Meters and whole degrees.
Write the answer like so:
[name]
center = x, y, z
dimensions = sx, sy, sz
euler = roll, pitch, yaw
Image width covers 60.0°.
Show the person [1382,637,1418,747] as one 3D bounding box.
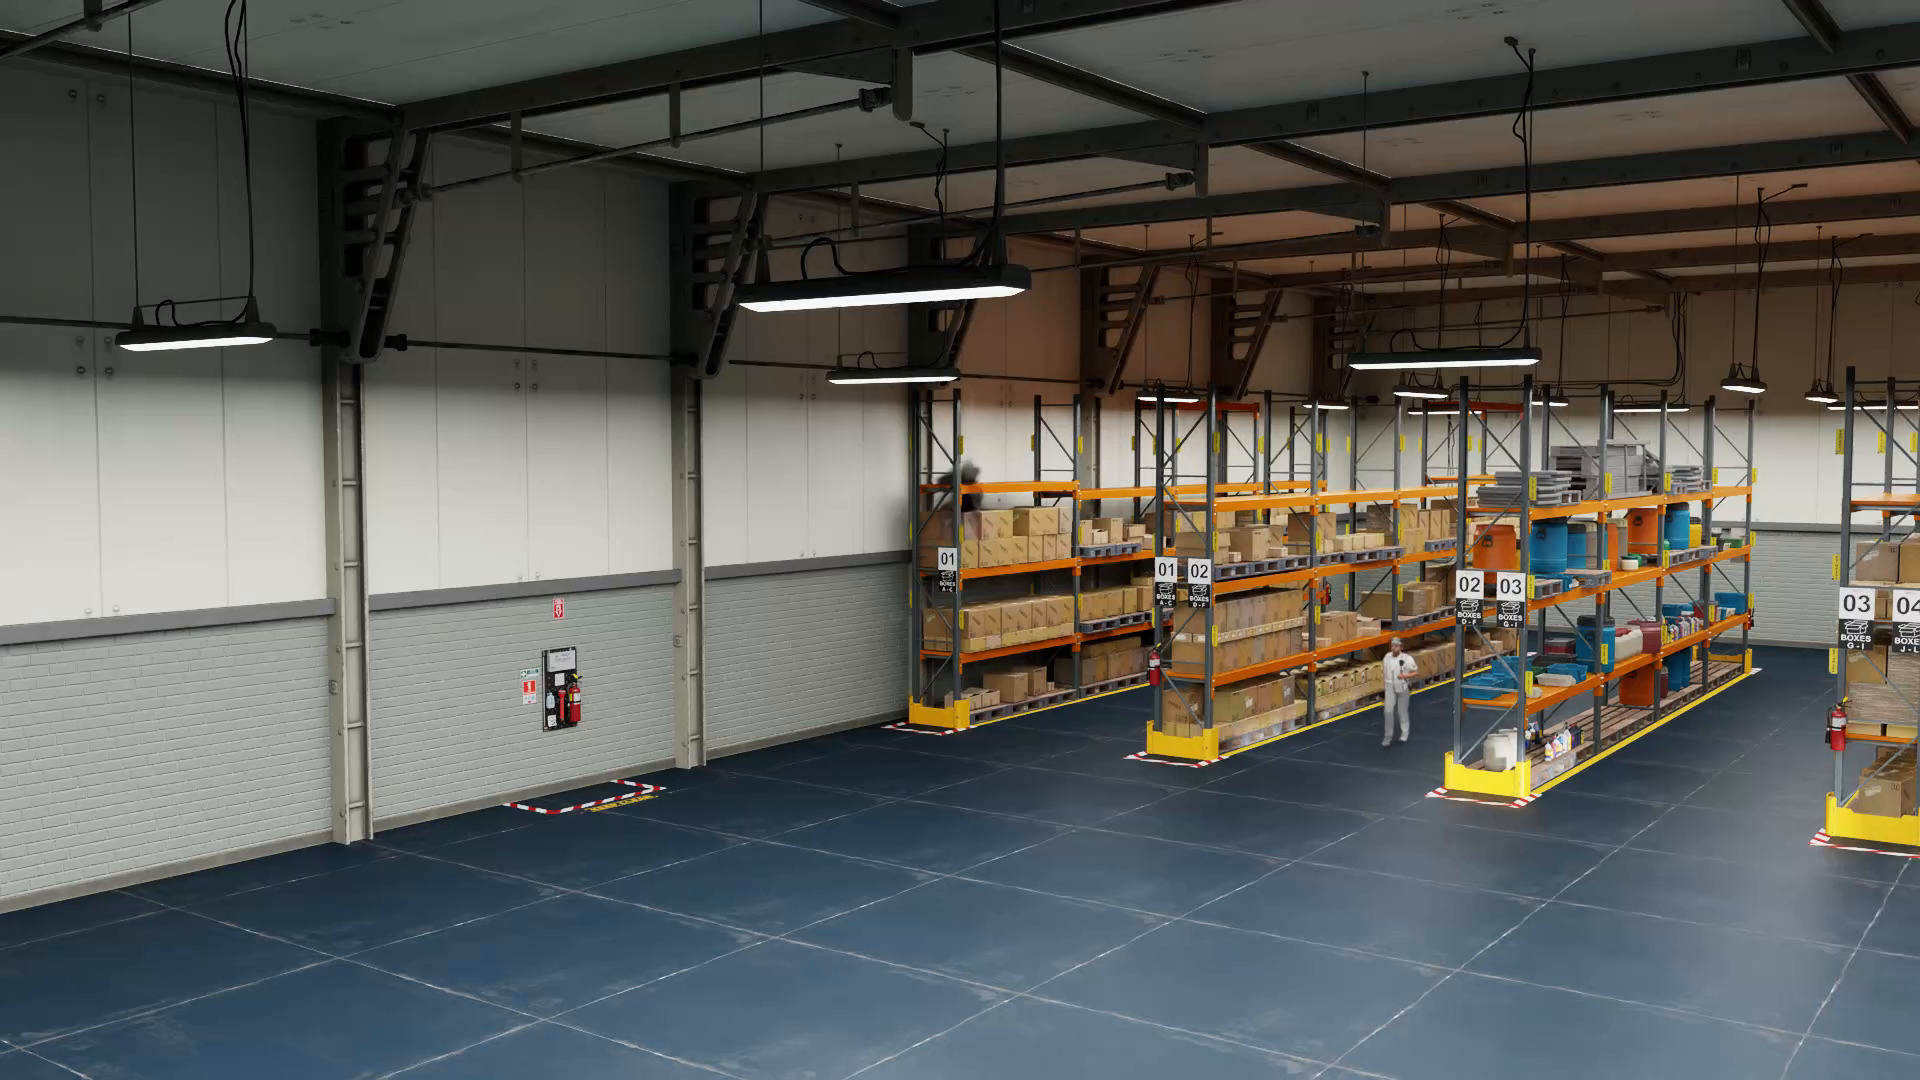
[person]
center = 7.349, 2.531, 27.842
dimensions = 0.652, 1.844, 0.792
euler = 2, 4, 31
